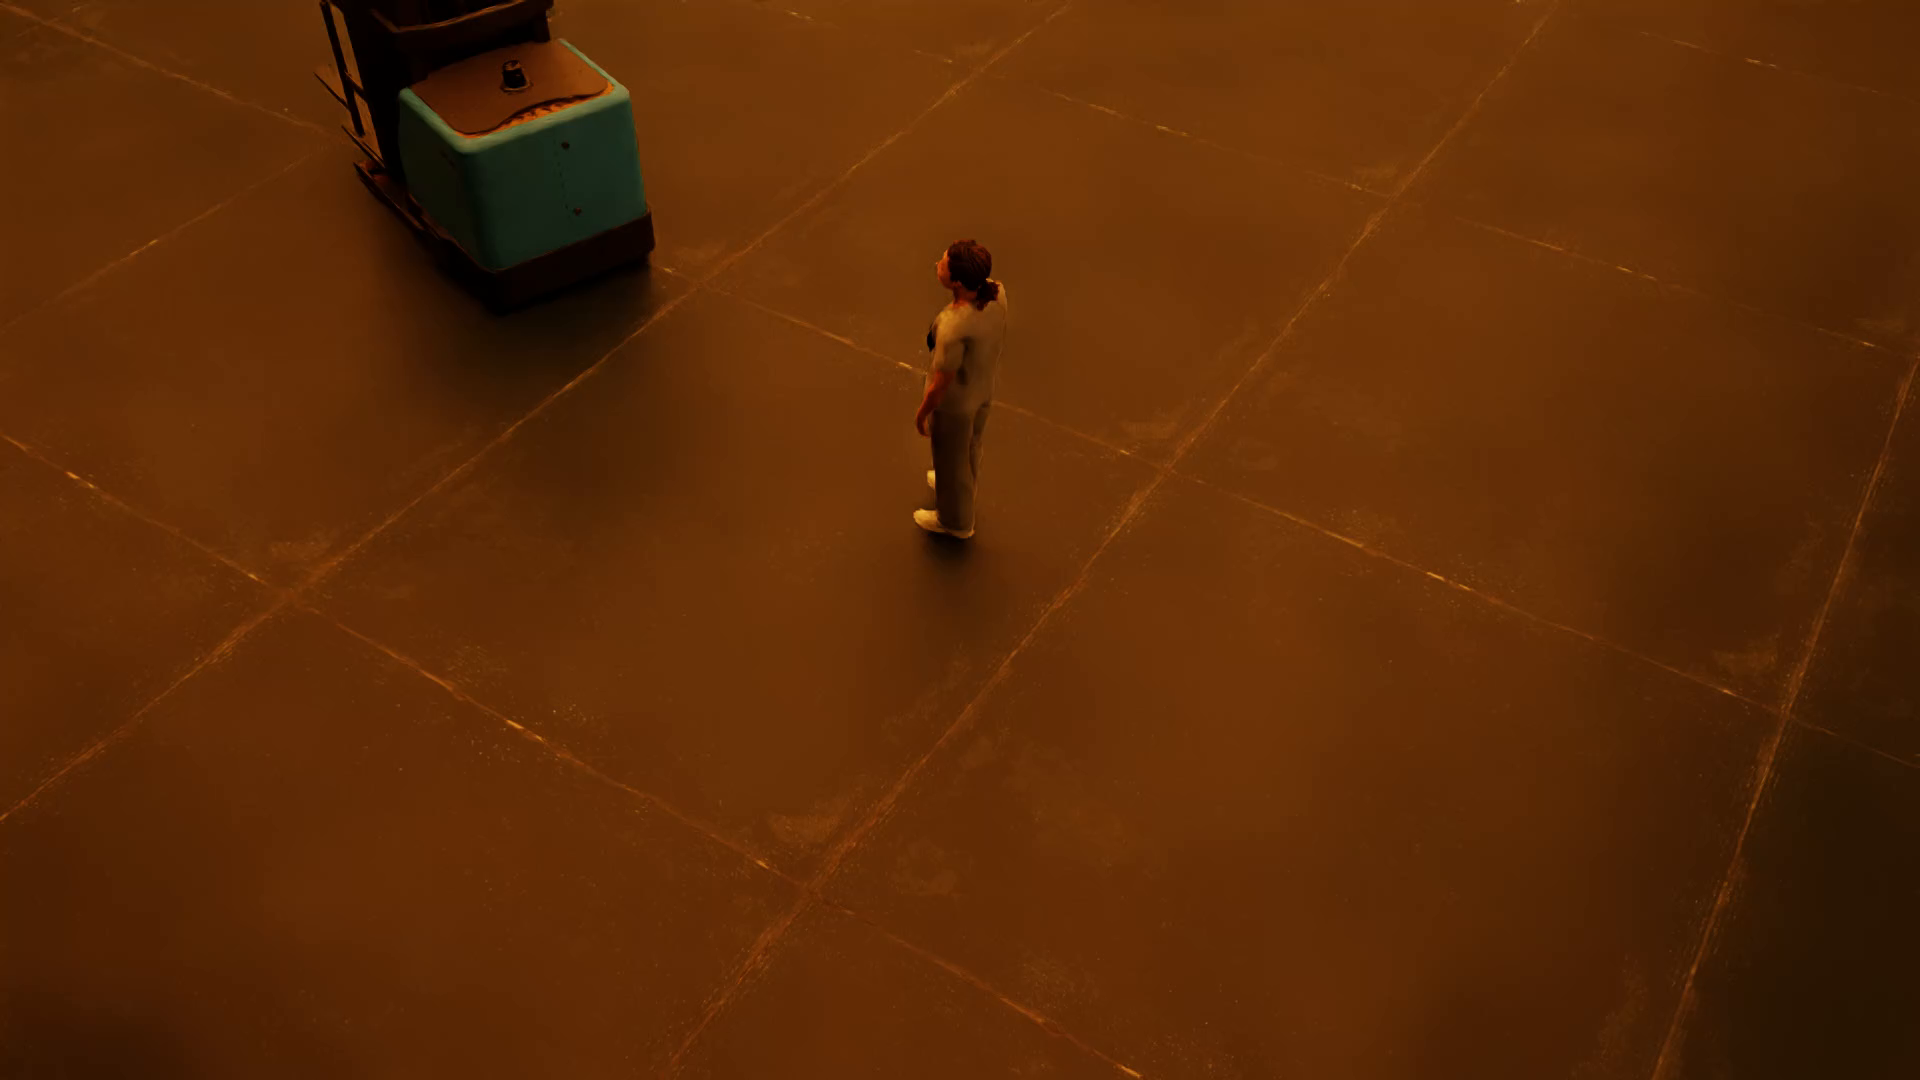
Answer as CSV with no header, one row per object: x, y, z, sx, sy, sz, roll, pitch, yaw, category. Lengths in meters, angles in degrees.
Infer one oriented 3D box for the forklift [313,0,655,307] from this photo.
-3.068,-3.321,9.351,1.130,2.935,3.031,-28,50,-26,forklift

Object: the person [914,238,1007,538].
-0.054,-0.677,7.407,0.549,1.673,0.550,24,48,23,person
